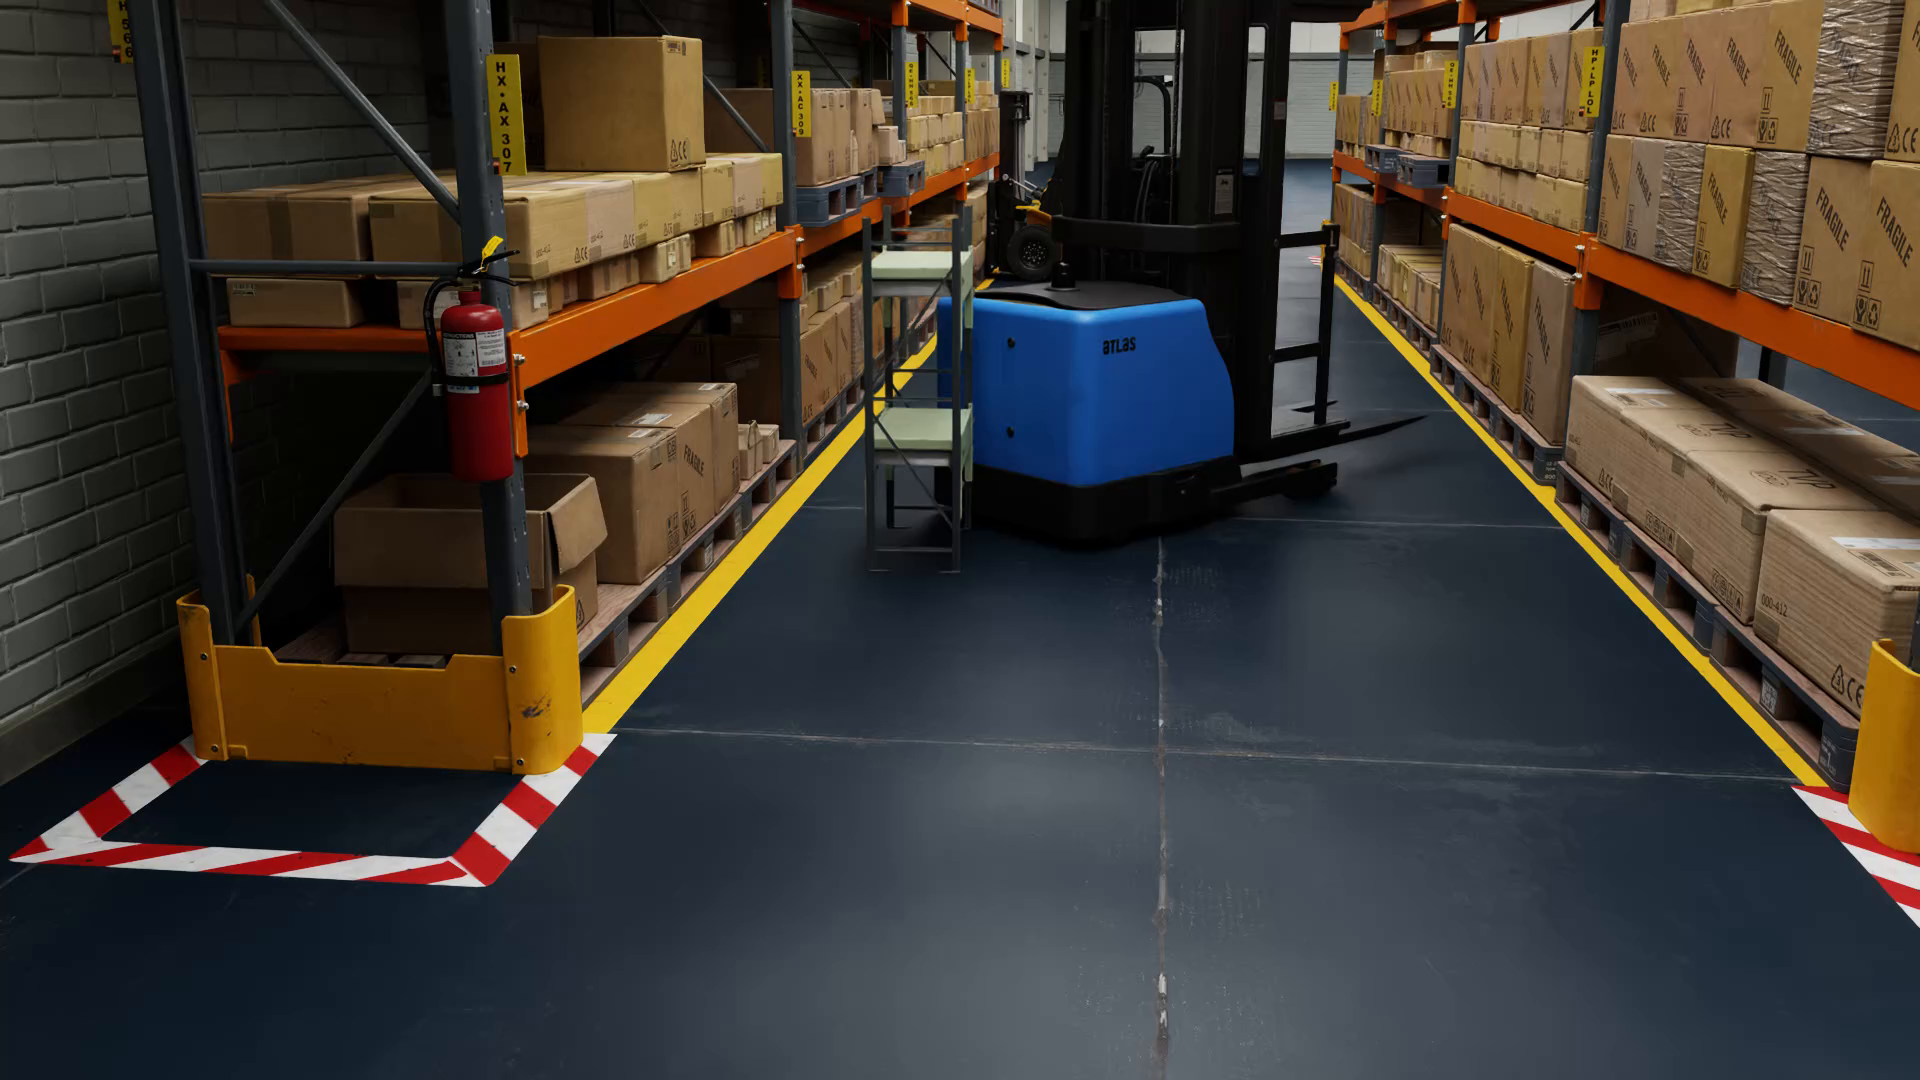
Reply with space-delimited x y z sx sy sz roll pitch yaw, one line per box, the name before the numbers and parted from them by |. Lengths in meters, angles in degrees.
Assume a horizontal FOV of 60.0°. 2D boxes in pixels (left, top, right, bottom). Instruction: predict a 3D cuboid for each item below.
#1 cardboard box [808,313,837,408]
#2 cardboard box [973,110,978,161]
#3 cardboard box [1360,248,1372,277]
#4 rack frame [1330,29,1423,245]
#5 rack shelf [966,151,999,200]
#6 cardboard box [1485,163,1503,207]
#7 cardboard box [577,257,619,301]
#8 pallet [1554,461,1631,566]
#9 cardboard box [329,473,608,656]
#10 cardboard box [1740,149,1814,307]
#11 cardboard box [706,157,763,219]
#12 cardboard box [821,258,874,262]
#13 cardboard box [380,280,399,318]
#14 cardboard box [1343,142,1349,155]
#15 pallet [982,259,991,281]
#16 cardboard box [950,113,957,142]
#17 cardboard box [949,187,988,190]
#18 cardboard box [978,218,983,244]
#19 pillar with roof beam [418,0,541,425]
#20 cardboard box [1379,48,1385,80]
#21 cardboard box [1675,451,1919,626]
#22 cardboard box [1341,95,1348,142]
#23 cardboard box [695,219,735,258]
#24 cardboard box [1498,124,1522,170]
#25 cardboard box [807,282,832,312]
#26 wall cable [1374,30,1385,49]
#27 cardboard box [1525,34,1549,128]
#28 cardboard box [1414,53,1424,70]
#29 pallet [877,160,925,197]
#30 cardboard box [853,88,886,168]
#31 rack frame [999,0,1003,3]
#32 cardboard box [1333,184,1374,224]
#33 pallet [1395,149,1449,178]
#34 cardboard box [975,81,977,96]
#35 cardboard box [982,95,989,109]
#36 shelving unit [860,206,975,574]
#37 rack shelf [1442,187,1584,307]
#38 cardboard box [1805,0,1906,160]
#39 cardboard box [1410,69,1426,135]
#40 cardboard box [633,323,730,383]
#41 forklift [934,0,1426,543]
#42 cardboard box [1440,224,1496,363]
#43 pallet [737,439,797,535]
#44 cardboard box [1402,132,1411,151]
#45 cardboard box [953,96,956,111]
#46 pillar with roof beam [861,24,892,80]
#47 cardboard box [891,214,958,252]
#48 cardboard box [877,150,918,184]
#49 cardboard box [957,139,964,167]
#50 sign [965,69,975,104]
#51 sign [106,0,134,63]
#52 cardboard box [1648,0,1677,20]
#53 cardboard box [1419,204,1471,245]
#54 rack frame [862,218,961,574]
cardboard box | -1.022 -1.068 9.848 0.500 0.500 0.500 1 15 6
cardboard box | -0.096 -4.180 17.184 0.500 0.500 0.500 2 15 7
cardboard box | 4.284 -2.781 16.662 0.500 0.250 0.500 2 15 9
rack frame | 4.936 -4.781 19.598 1.000 3.000 0.127 2 15 6
rack shelf | -0.222 -4.061 18.311 1.077 0.370 4.000 2 15 6
cardboard box | 3.622 -2.245 10.505 0.500 0.250 0.500 2 15 8
cardboard box | -1.425 -0.933 5.847 0.380 0.149 0.250 2 15 8
pallet | 3.418 -0.128 7.731 1.003 0.211 1.213 2 15 6
cardboard box | -1.639 0.070 5.636 0.797 0.503 0.637 1 15 4
cardboard box | 3.042 -1.076 5.704 0.500 0.500 0.500 2 15 8
cardboard box | -1.208 -1.616 7.608 0.500 0.250 0.500 2 15 6
cardboard box | -0.777 -1.887 11.634 0.380 0.149 0.250 1 15 4
cardboard box | -1.942 -0.813 5.405 0.380 0.149 0.250 2 15 8
cardboard box | 4.492 -4.381 18.600 0.380 0.149 0.250 2 15 7
pallet | -0.182 -3.065 18.594 1.003 0.211 1.213 2 15 6
cardboard box | -0.300 -3.790 15.260 0.500 0.250 0.500 1 15 5
cardboard box | 0.098 -3.761 18.372 0.500 0.250 0.500 1 15 5
cardboard box | -0.032 -3.253 17.451 0.500 0.250 0.500 2 15 6
pillar with roof beam | 1.953 -4.429 6.803 9.100 9.000 0.400 2 15 6
cardboard box | 5.030 -5.186 18.417 0.700 0.500 0.500 2 15 7
cardboard box | 3.200 -0.009 6.053 0.875 0.438 0.875 2 15 8
cardboard box | 4.551 -4.724 18.625 0.500 0.500 0.500 2 15 8
cardboard box | -1.206 -1.332 7.324 0.380 0.149 0.250 1 15 5
cardboard box | 3.532 -2.357 9.962 0.500 0.250 0.500 2 15 7
cardboard box | -0.991 -1.485 10.148 0.380 0.149 0.250 2 15 6
wall cable | 13.492 -17.532 48.746 2.305 6.003 0.169 2 15 6
cardboard box | 3.510 -2.589 9.381 0.500 0.500 0.500 2 15 8
cardboard box | 4.060 -4.055 14.104 0.380 0.149 0.250 3 15 9
pallet | -0.906 -2.581 11.829 1.213 0.211 1.003 2 15 6
cardboard box | -0.900 -2.675 10.808 0.797 0.503 0.637 1 15 5
rack frame | 0.003 -7.823 19.352 1.000 3.000 0.127 2 15 6
cardboard box | 4.568 -3.811 19.038 0.500 0.500 0.500 1 15 4
pallet | 4.216 -3.128 13.853 1.003 0.211 1.213 2 15 6
cardboard box | -0.027 -4.669 17.177 0.380 0.149 0.250 2 15 8
cardboard box | 0.122 -4.856 18.441 0.380 0.149 0.250 2 15 7
shelving unit | -0.172 -0.678 7.297 0.431 1.500 0.755 1 15 4
rack shelf | 3.807 -1.840 10.100 1.077 0.370 4.000 2 15 6
cardboard box | 2.978 -1.431 5.100 0.500 0.500 0.500 2 15 6
cardboard box | 3.911 -3.492 13.265 0.500 0.500 0.500 1 15 2
cardboard box | -1.589 -0.946 9.400 0.500 0.500 0.500 2 15 6
forklift | 1.302 -1.705 8.352 3.031 2.935 1.130 -13 20 -41
cardboard box | 3.872 -1.707 11.494 0.875 0.875 0.875 2 15 6
pallet | -1.429 -0.290 8.330 1.003 0.211 1.213 2 15 6
cardboard box | 3.933 -3.354 13.996 0.380 0.149 0.250 2 15 8
cardboard box | -0.151 -4.325 16.478 0.380 0.149 0.250 1 15 5
pillar with roof beam | 3.307 -7.542 18.313 9.100 9.000 0.400 2 15 6
cardboard box | -0.496 -2.810 16.052 0.875 0.625 0.625 2 15 9
cardboard box | -0.607 -2.887 12.880 0.500 0.250 0.500 2 15 6
cardboard box | -0.245 -3.678 15.806 0.500 0.250 0.500 2 15 8
sign | 0.092 -4.396 16.108 0.100 0.325 0.005 2 15 6
sign | -2.351 -1.510 4.676 0.100 0.325 0.005 2 15 6
cardboard box | 3.275 -2.372 7.338 0.380 0.149 0.250 2 15 7
cardboard box | 4.819 -3.126 16.504 0.500 0.500 0.500 2 15 9
rack frame | -0.198 -0.583 6.945 0.400 1.500 0.023 1 15 4
